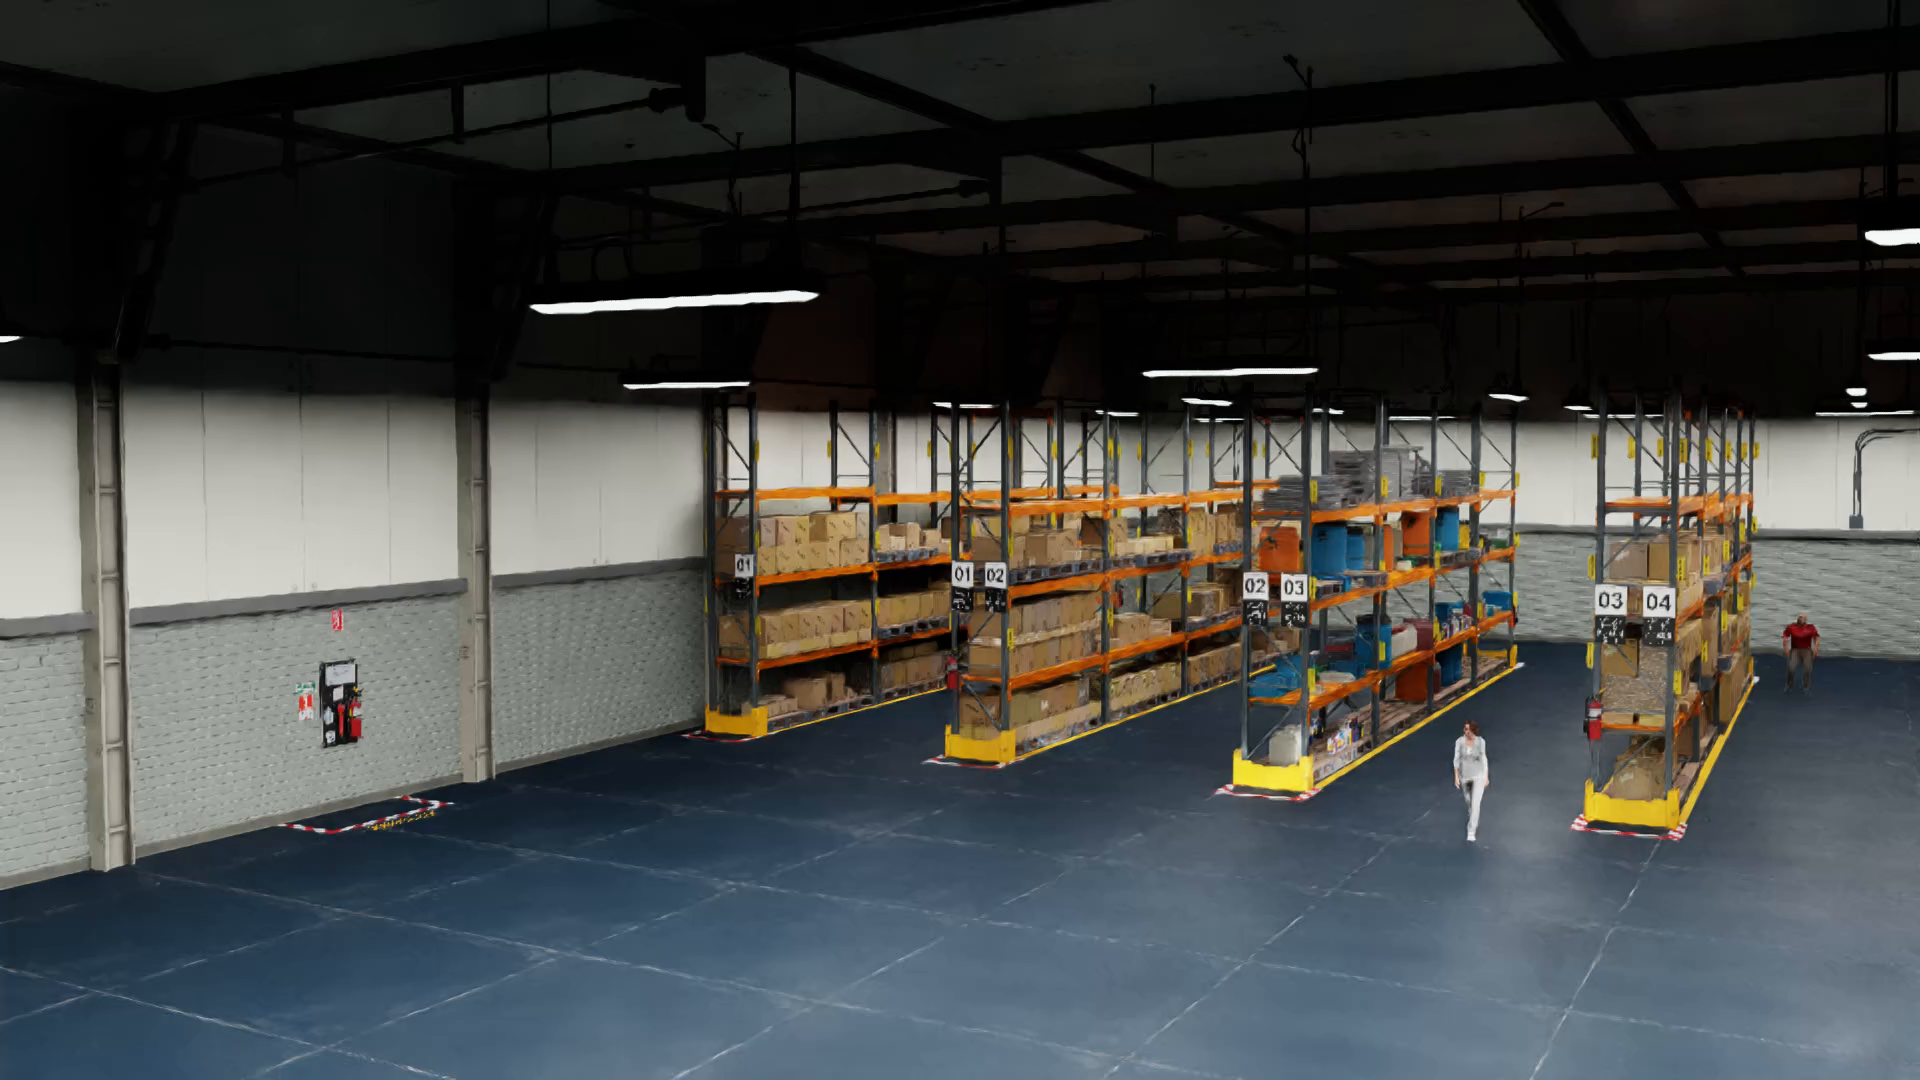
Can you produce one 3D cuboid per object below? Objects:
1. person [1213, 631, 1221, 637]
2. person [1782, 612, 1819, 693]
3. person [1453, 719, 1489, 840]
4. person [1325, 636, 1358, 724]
[{"bbox_3d":[6.316,1.895,41.304,0.622,1.713,0.561,-2,4,-34],"label":"person"},{"bbox_3d":[17.352,2.316,34.327,0.682,1.675,0.535,2,3,27],"label":"person"},{"bbox_3d":[6.610,3.063,21.550,0.417,1.517,1.036,2,4,32],"label":"person"},{"bbox_3d":[6.900,2.544,30.403,0.945,1.620,0.517,-3,4,-41],"label":"person"}]
